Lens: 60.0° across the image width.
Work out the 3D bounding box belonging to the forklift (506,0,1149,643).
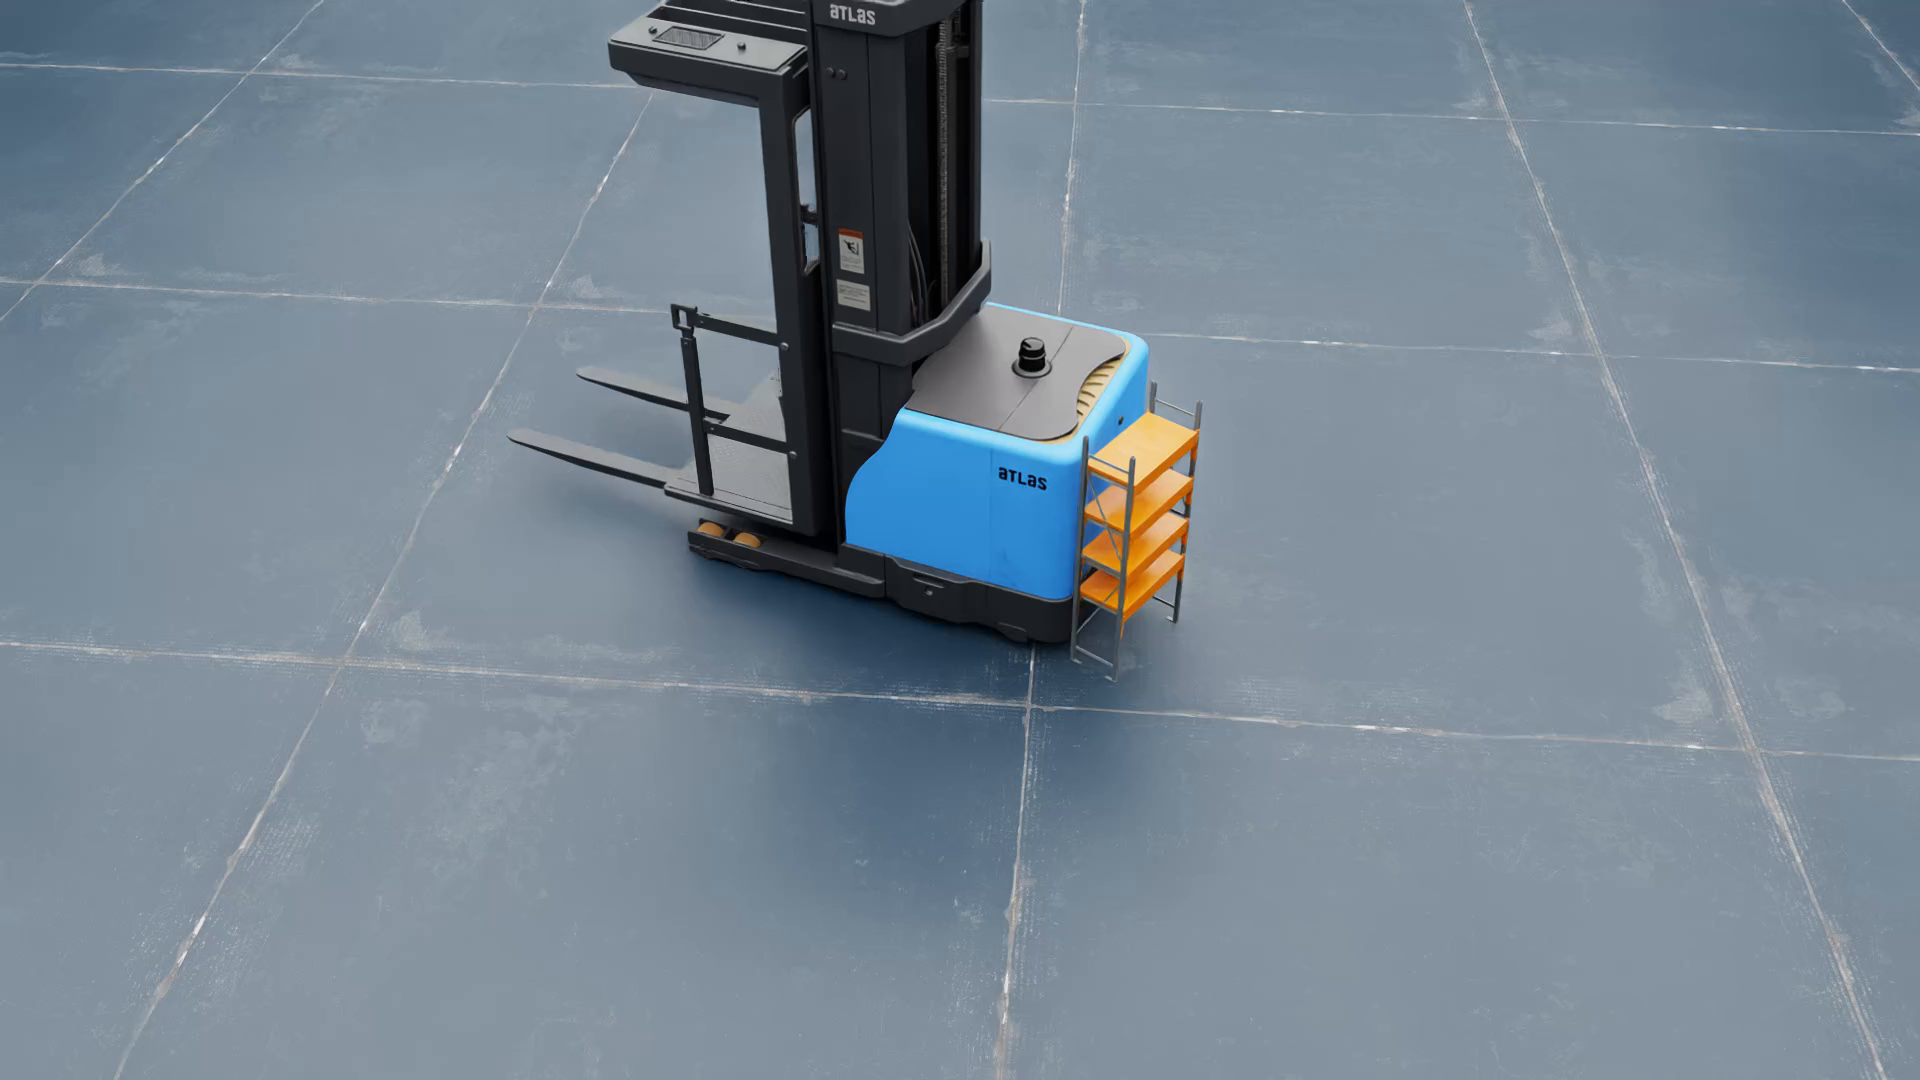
[{"bbox_3d":[-0.720,-1.292,7.186,3.031,2.935,1.130,15,42,18],"label":"forklift"}]

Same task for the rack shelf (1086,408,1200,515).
[{"bbox_3d":[0.731,-0.323,6.744,0.258,0.148,0.480,26,46,29],"label":"rack shelf"}]

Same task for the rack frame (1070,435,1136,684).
[{"bbox_3d":[0.580,0.103,6.843,0.240,1.200,0.015,26,46,29],"label":"rack frame"}]

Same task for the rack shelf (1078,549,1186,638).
[{"bbox_3d":[0.731,0.188,7.160,0.258,0.148,0.480,26,46,29],"label":"rack shelf"}]

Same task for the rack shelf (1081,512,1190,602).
[{"bbox_3d":[0.731,0.034,7.034,0.258,0.148,0.480,26,46,29],"label":"rack shelf"}]

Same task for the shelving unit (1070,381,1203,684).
[{"bbox_3d":[0.731,-0.018,6.992,0.258,1.200,0.503,26,46,29],"label":"shelving unit"}]

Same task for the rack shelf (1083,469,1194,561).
[{"bbox_3d":[0.731,-0.139,6.893,0.258,0.148,0.480,26,46,29],"label":"rack shelf"}]

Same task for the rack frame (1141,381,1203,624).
[{"bbox_3d":[0.882,-0.139,7.141,0.240,1.200,0.015,26,46,29],"label":"rack frame"}]
